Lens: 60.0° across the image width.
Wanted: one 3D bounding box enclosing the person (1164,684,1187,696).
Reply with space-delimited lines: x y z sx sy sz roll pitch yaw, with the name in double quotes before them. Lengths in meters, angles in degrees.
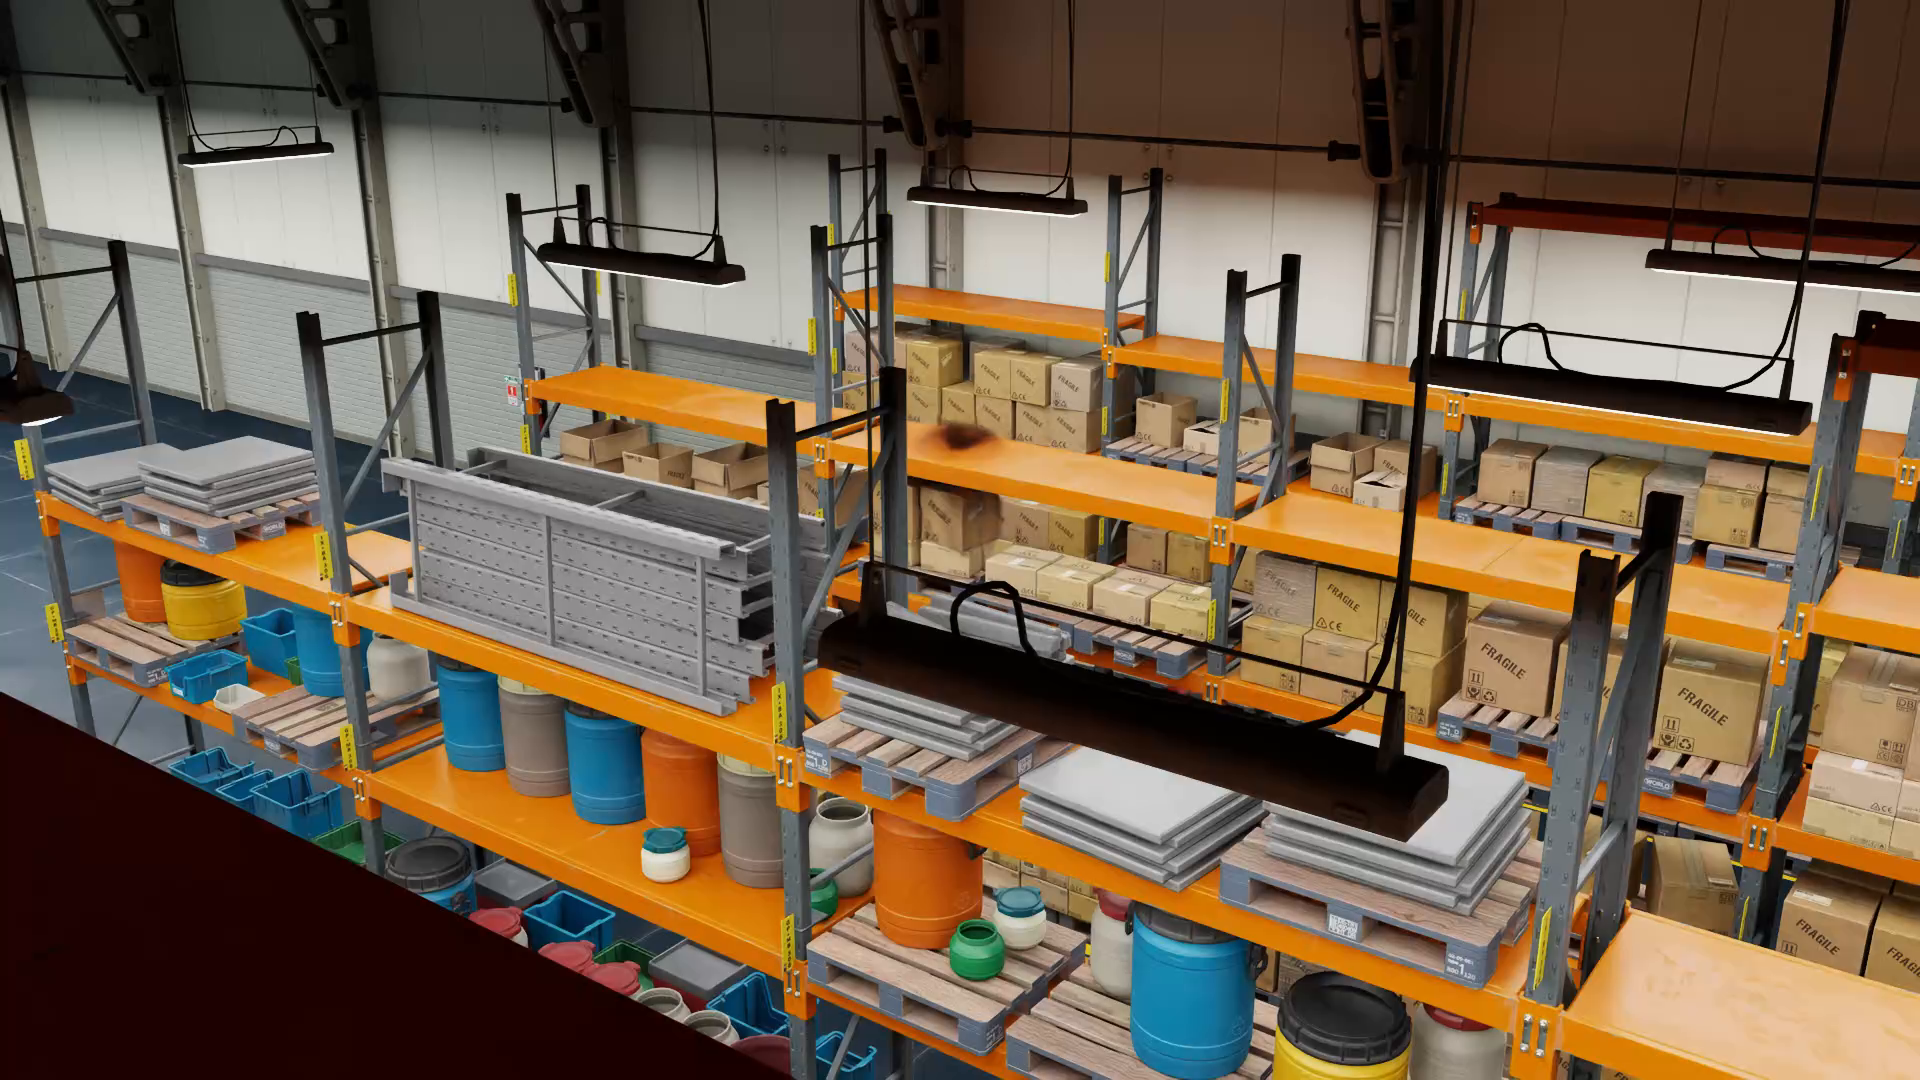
"person" 1.972 2.000 16.499 1.060 1.644 0.693 12 22 31
